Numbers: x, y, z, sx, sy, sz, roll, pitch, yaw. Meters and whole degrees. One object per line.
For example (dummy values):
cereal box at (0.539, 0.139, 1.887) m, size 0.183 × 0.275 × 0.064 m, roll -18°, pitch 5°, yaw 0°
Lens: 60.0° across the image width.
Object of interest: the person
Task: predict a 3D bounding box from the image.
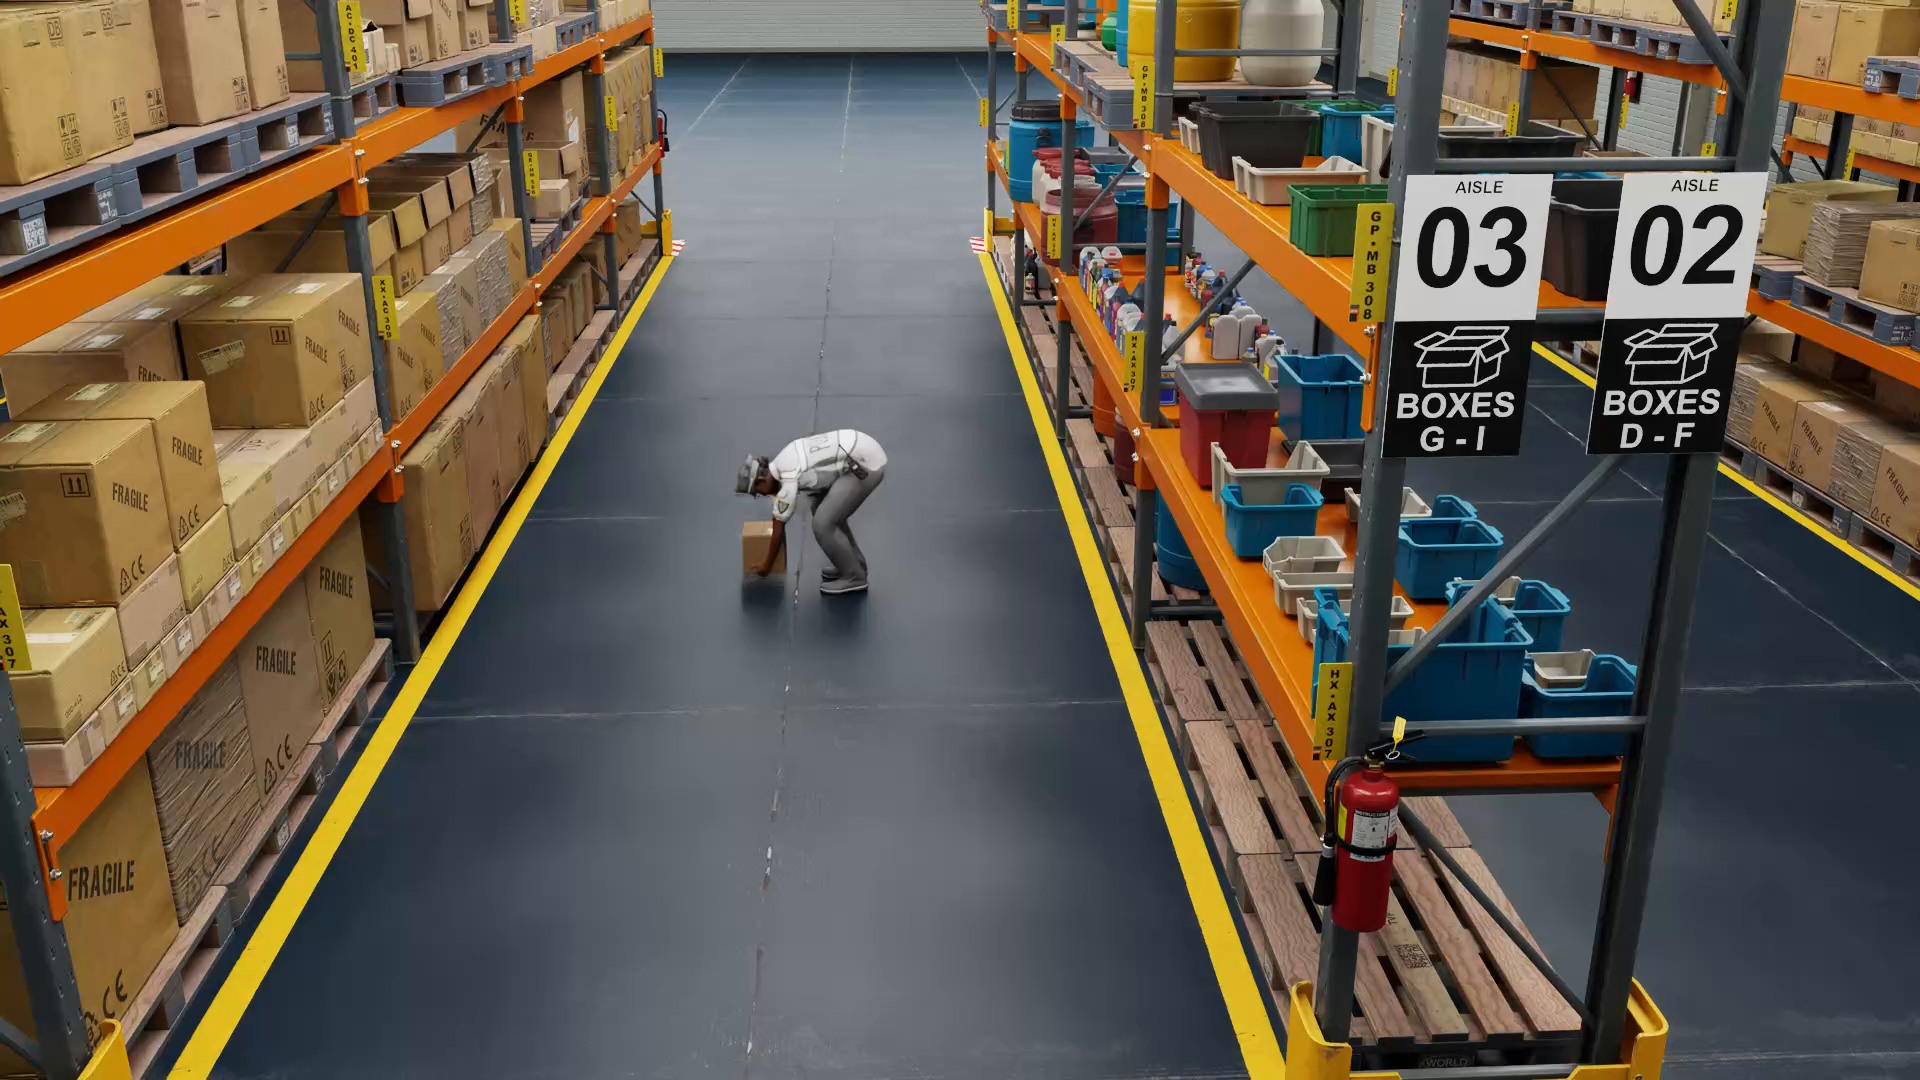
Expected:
person at (-0.895, -0.174, 10.047) m, size 0.918 × 0.962 × 0.456 m, roll -2°, pitch 21°, yaw -6°
